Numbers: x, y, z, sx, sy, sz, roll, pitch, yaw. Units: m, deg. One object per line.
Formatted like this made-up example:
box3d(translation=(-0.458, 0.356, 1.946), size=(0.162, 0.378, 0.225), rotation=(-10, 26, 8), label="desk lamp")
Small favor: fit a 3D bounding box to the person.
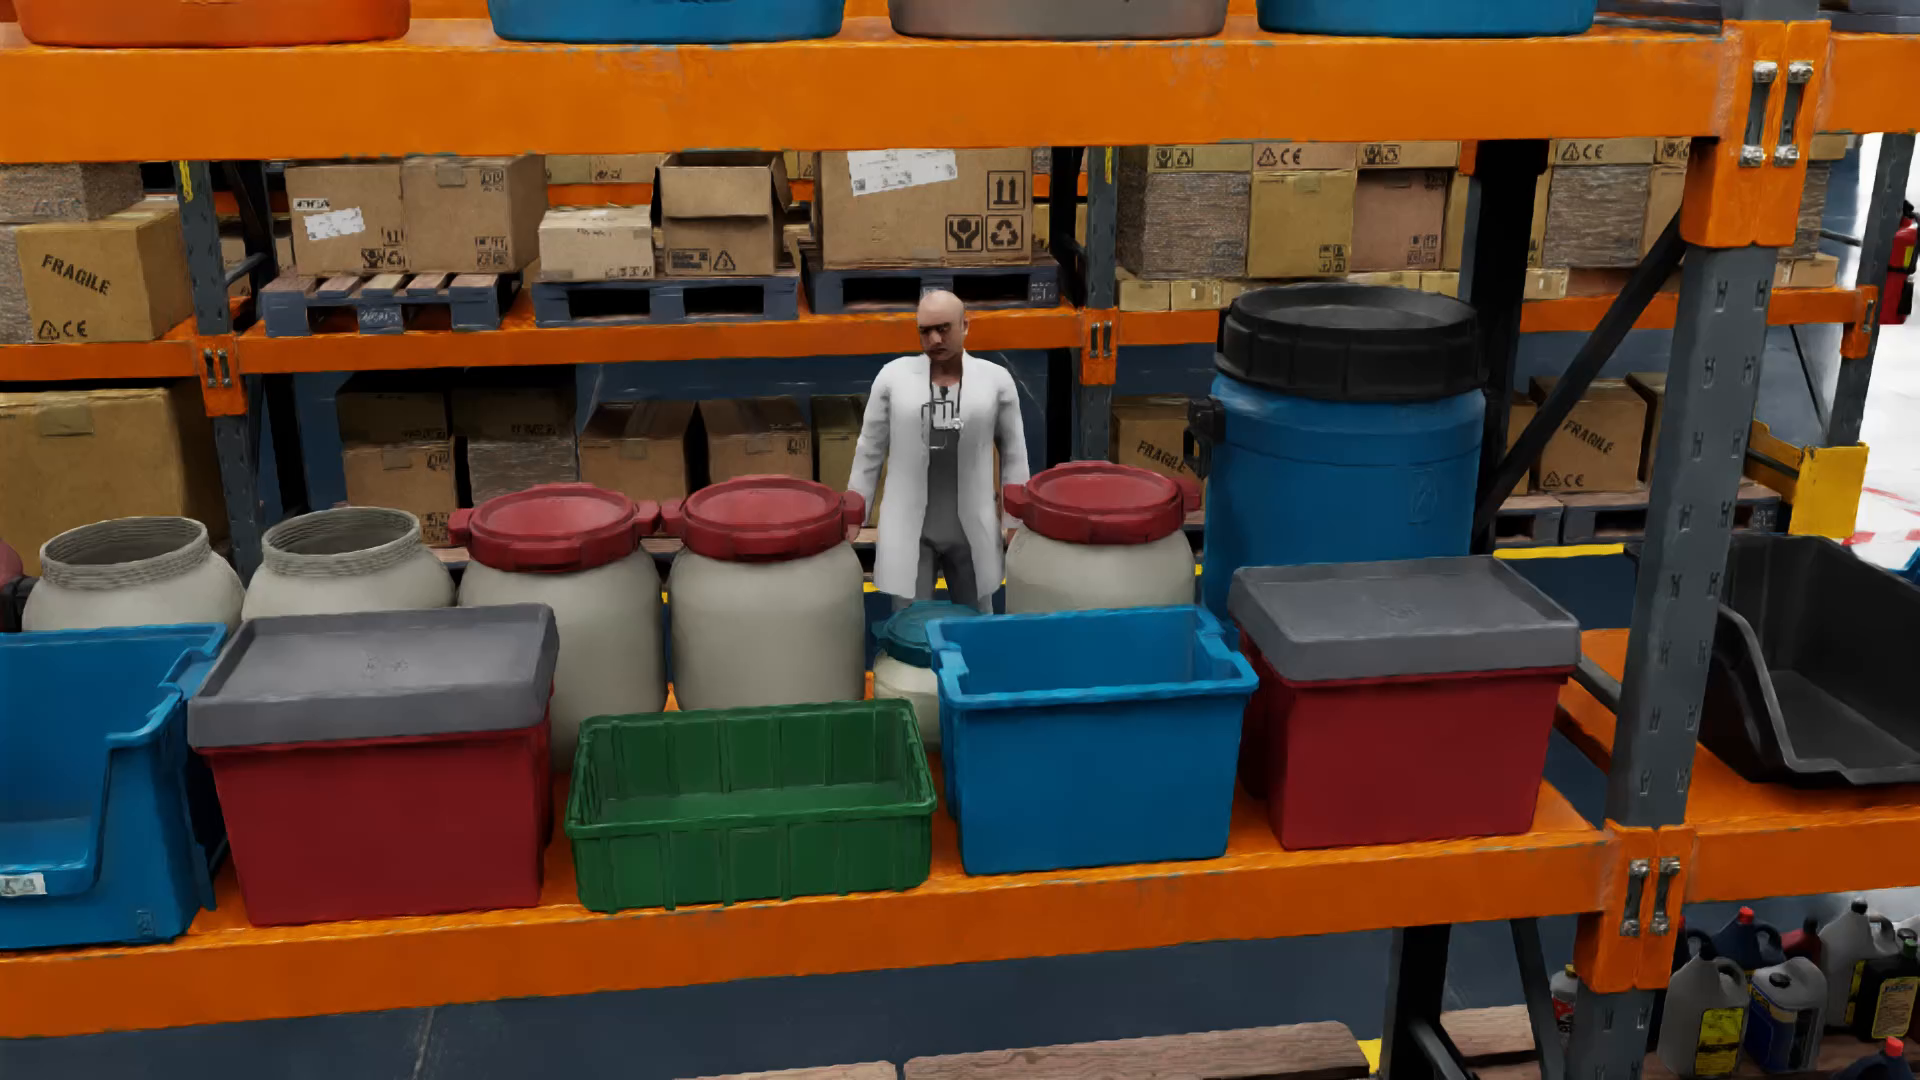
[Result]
box3d(translation=(-0.088, -0.033, 6.135), size=(0.738, 1.776, 0.642), rotation=(-2, 20, -5), label="person")
